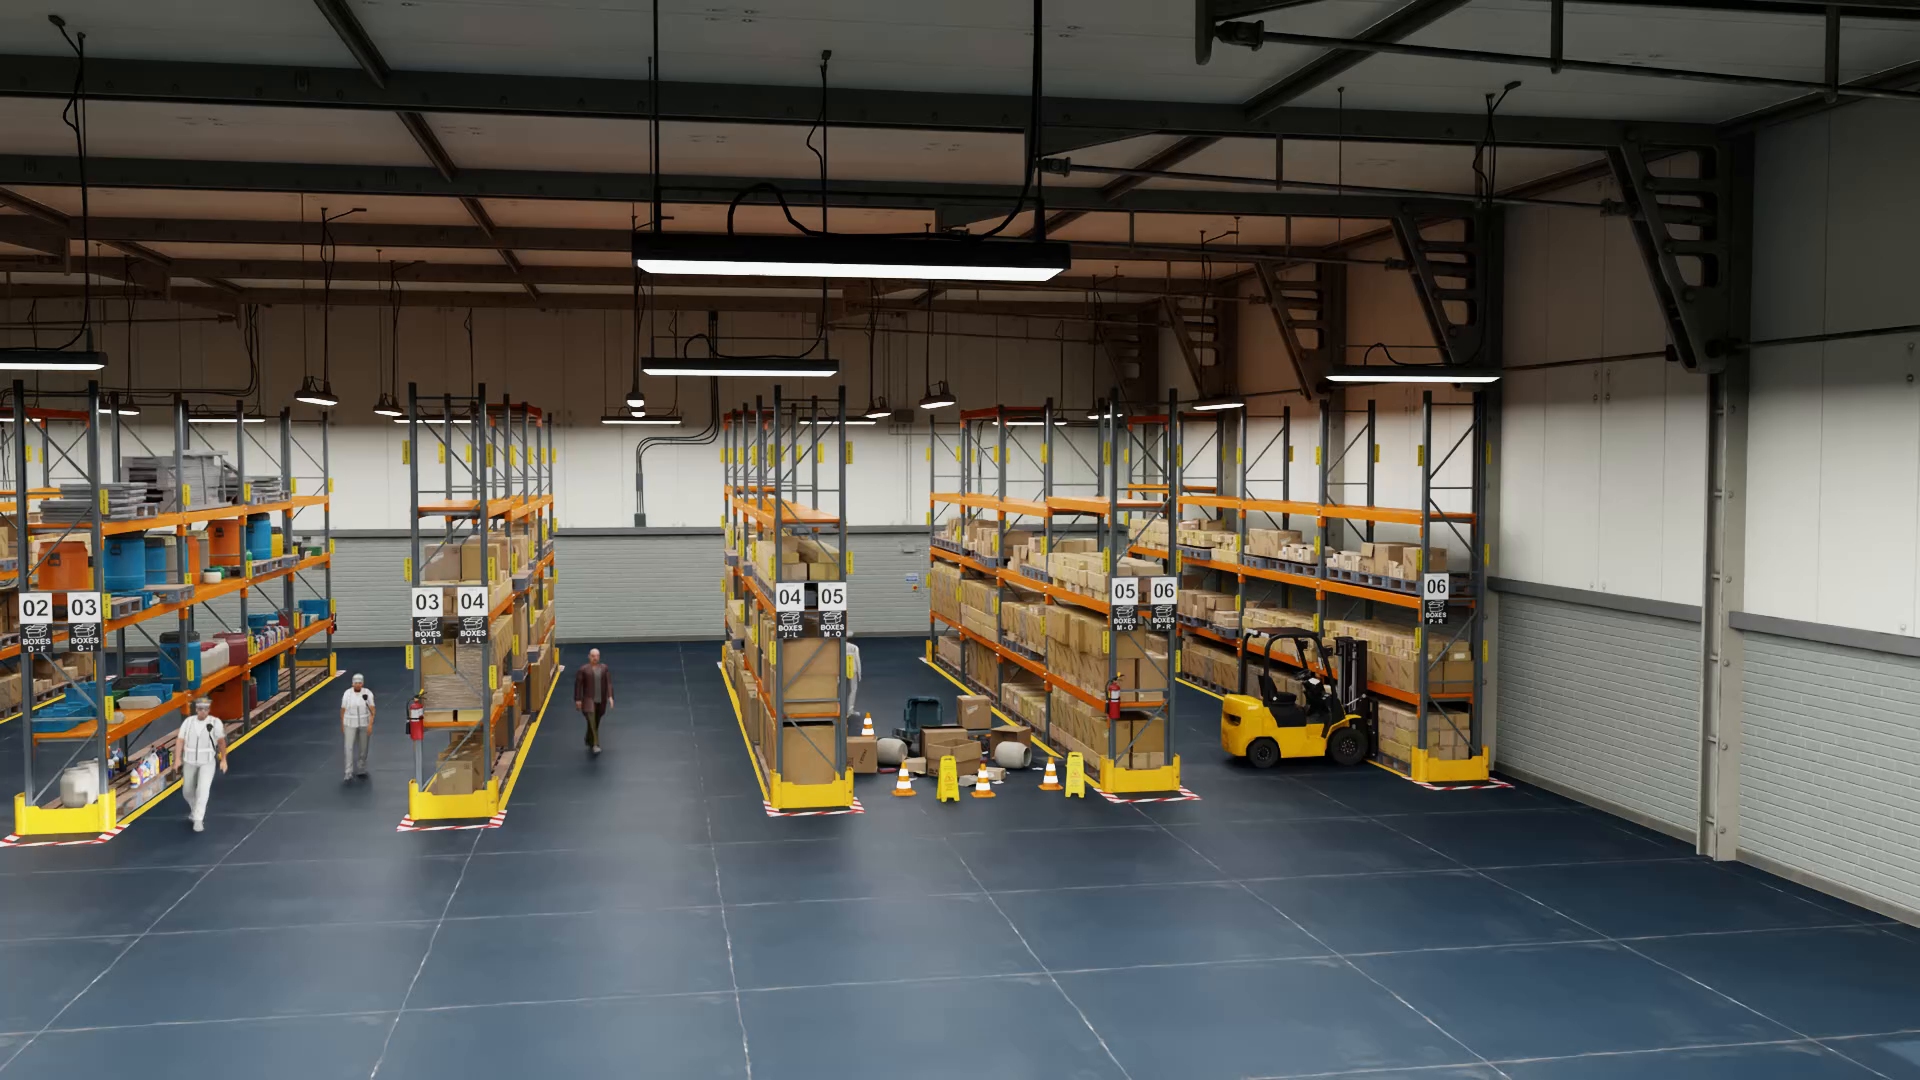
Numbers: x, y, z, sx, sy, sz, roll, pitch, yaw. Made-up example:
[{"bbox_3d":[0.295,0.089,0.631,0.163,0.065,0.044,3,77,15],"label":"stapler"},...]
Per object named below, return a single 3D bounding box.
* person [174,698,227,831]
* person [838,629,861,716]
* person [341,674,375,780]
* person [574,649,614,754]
[{"bbox_3d":[-10.281,3.012,22.523,0.618,1.768,0.772,-1,3,-14],"label":"person"},{"bbox_3d":[-2.133,2.551,31.842,0.549,1.659,0.910,0,3,7],"label":"person"},{"bbox_3d":[-9.309,2.871,25.692,0.526,1.609,0.990,-1,3,-27],"label":"person"},{"bbox_3d":[-6.111,2.694,27.947,0.598,1.729,1.105,-2,4,-40],"label":"person"}]
